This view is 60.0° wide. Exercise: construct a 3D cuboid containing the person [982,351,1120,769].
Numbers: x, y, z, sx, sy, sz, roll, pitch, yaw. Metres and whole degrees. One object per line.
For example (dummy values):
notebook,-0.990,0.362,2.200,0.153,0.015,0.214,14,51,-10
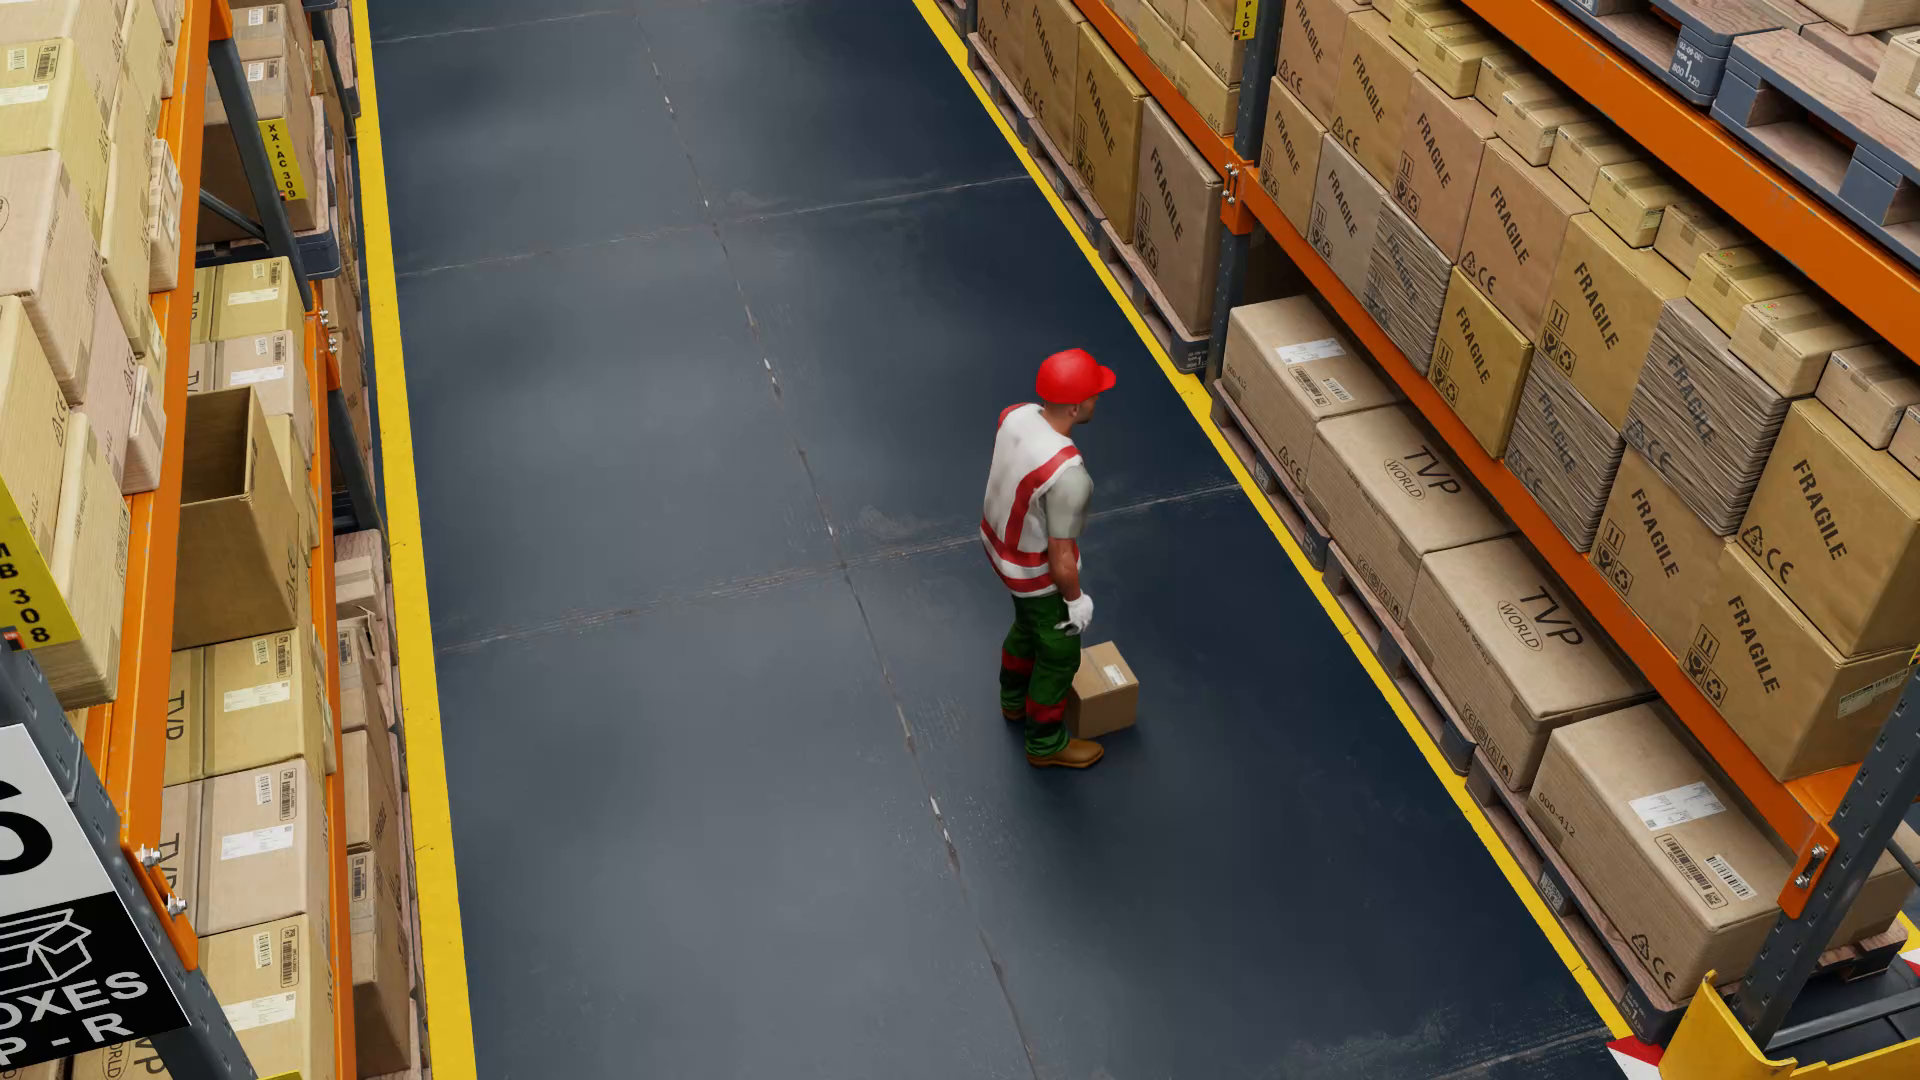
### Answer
person,0.326,0.081,6.057,0.449,1.779,0.608,-12,43,-13
